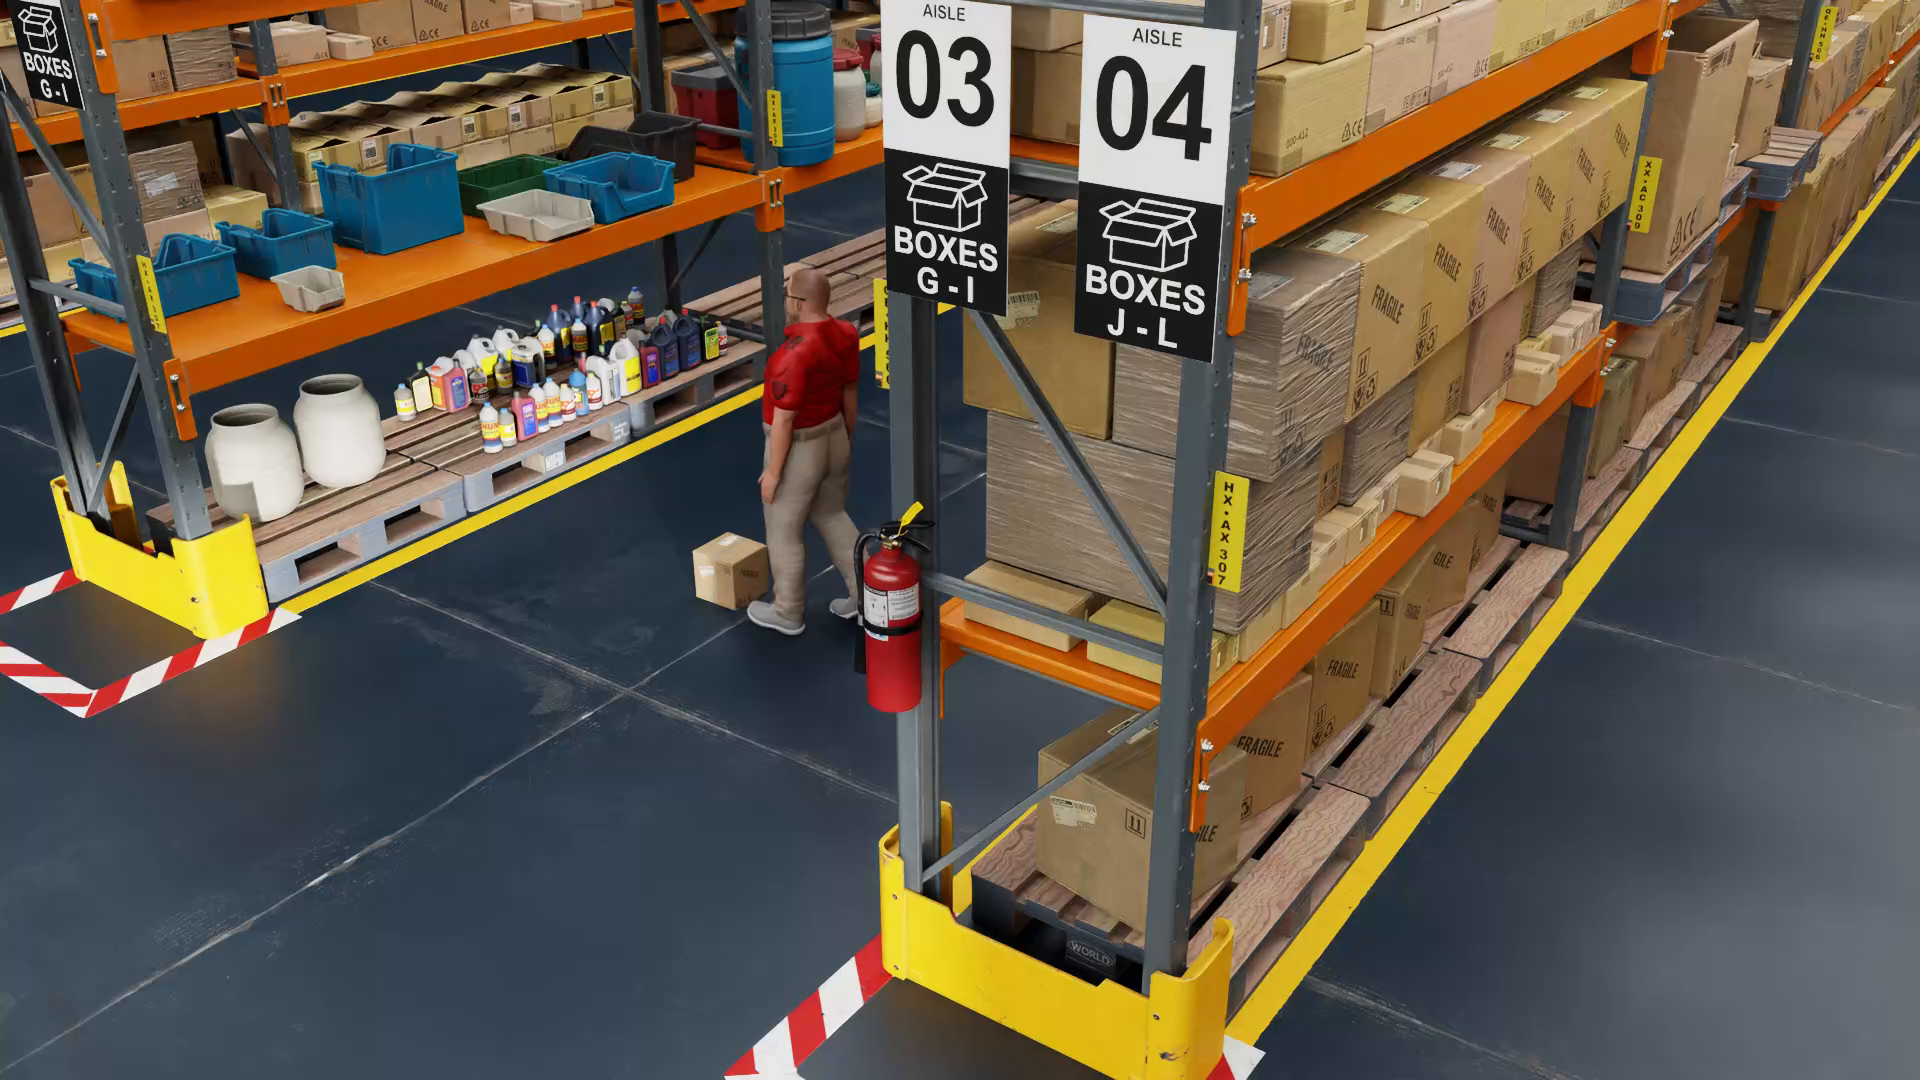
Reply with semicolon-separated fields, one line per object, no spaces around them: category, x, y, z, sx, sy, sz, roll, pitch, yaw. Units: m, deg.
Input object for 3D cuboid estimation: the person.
person;-0.697;-0.375;7.400;0.569;1.751;0.555;17;32;31
